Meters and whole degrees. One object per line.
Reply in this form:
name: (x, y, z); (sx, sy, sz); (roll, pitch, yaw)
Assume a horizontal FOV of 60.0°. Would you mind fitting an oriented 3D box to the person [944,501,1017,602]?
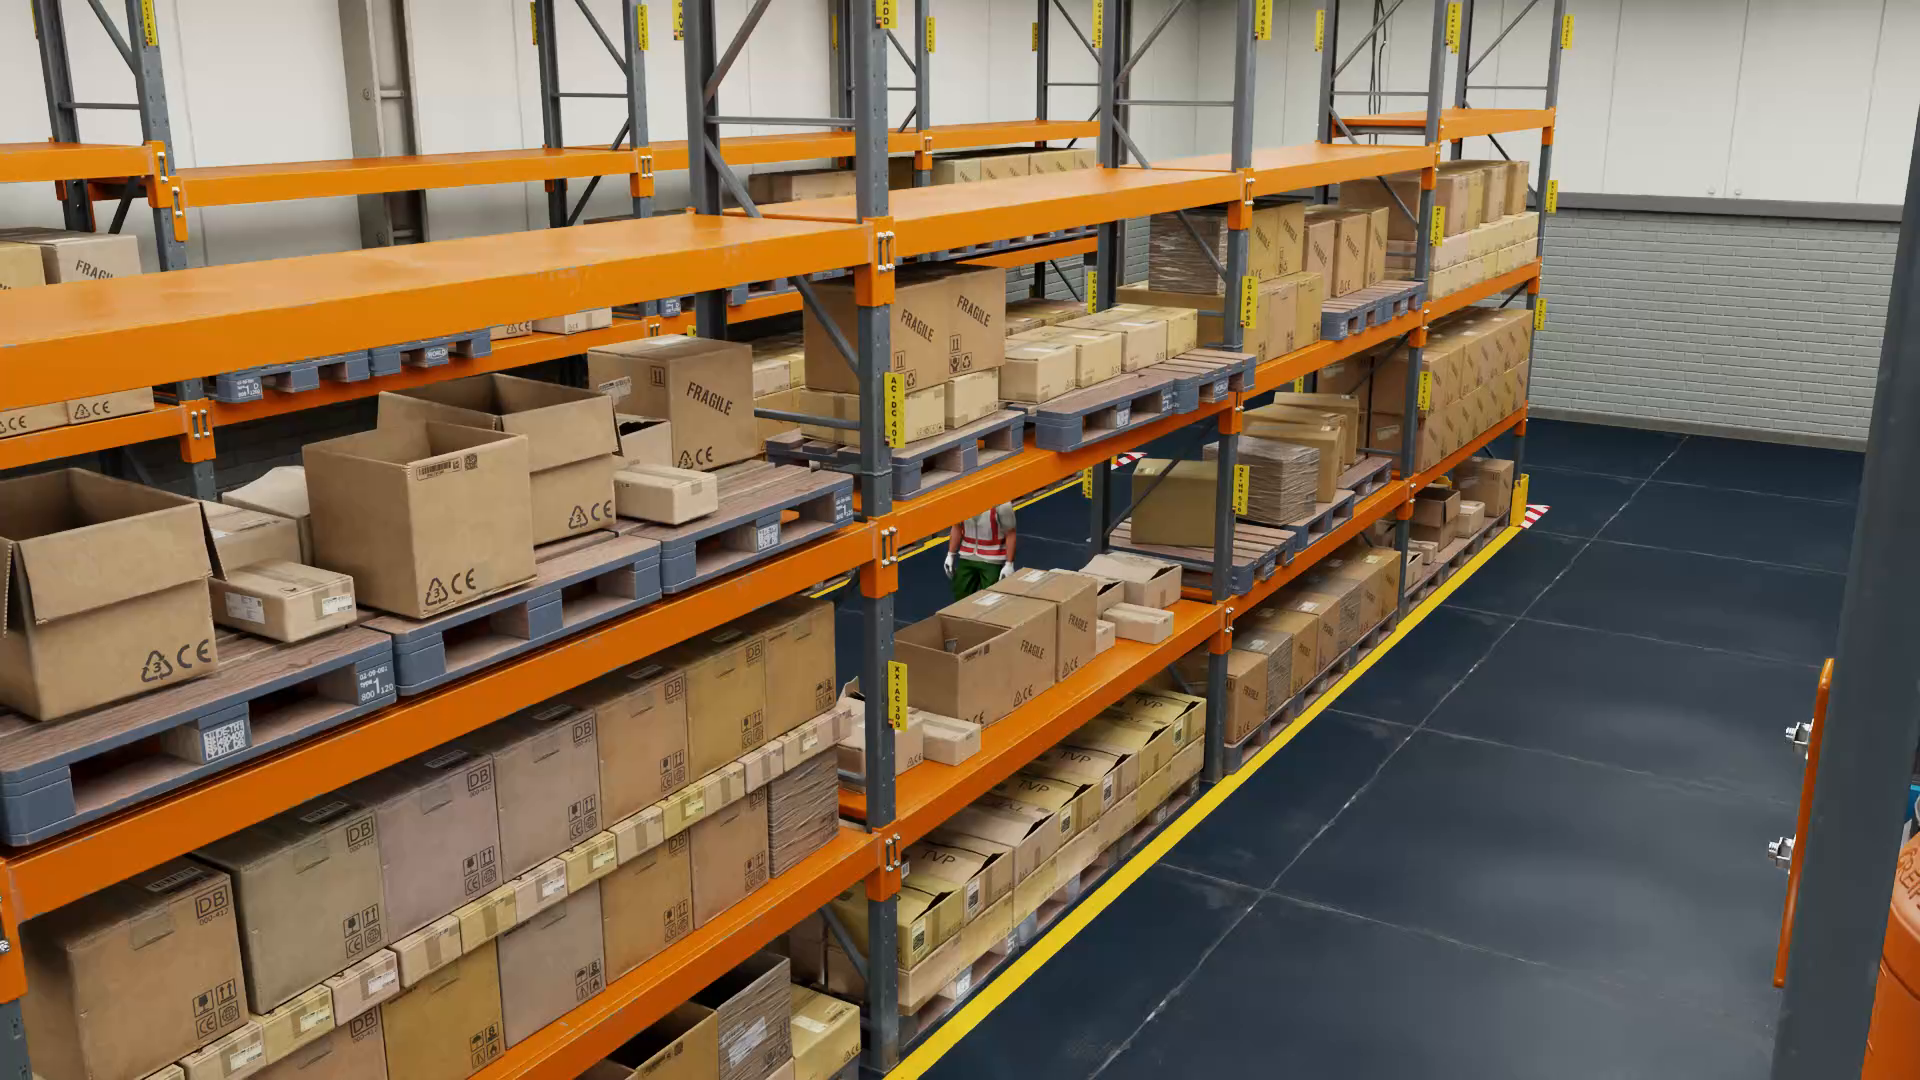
person: (0.163, 0.191, 13.336); (0.620, 1.780, 0.447); (8, 18, 27)
